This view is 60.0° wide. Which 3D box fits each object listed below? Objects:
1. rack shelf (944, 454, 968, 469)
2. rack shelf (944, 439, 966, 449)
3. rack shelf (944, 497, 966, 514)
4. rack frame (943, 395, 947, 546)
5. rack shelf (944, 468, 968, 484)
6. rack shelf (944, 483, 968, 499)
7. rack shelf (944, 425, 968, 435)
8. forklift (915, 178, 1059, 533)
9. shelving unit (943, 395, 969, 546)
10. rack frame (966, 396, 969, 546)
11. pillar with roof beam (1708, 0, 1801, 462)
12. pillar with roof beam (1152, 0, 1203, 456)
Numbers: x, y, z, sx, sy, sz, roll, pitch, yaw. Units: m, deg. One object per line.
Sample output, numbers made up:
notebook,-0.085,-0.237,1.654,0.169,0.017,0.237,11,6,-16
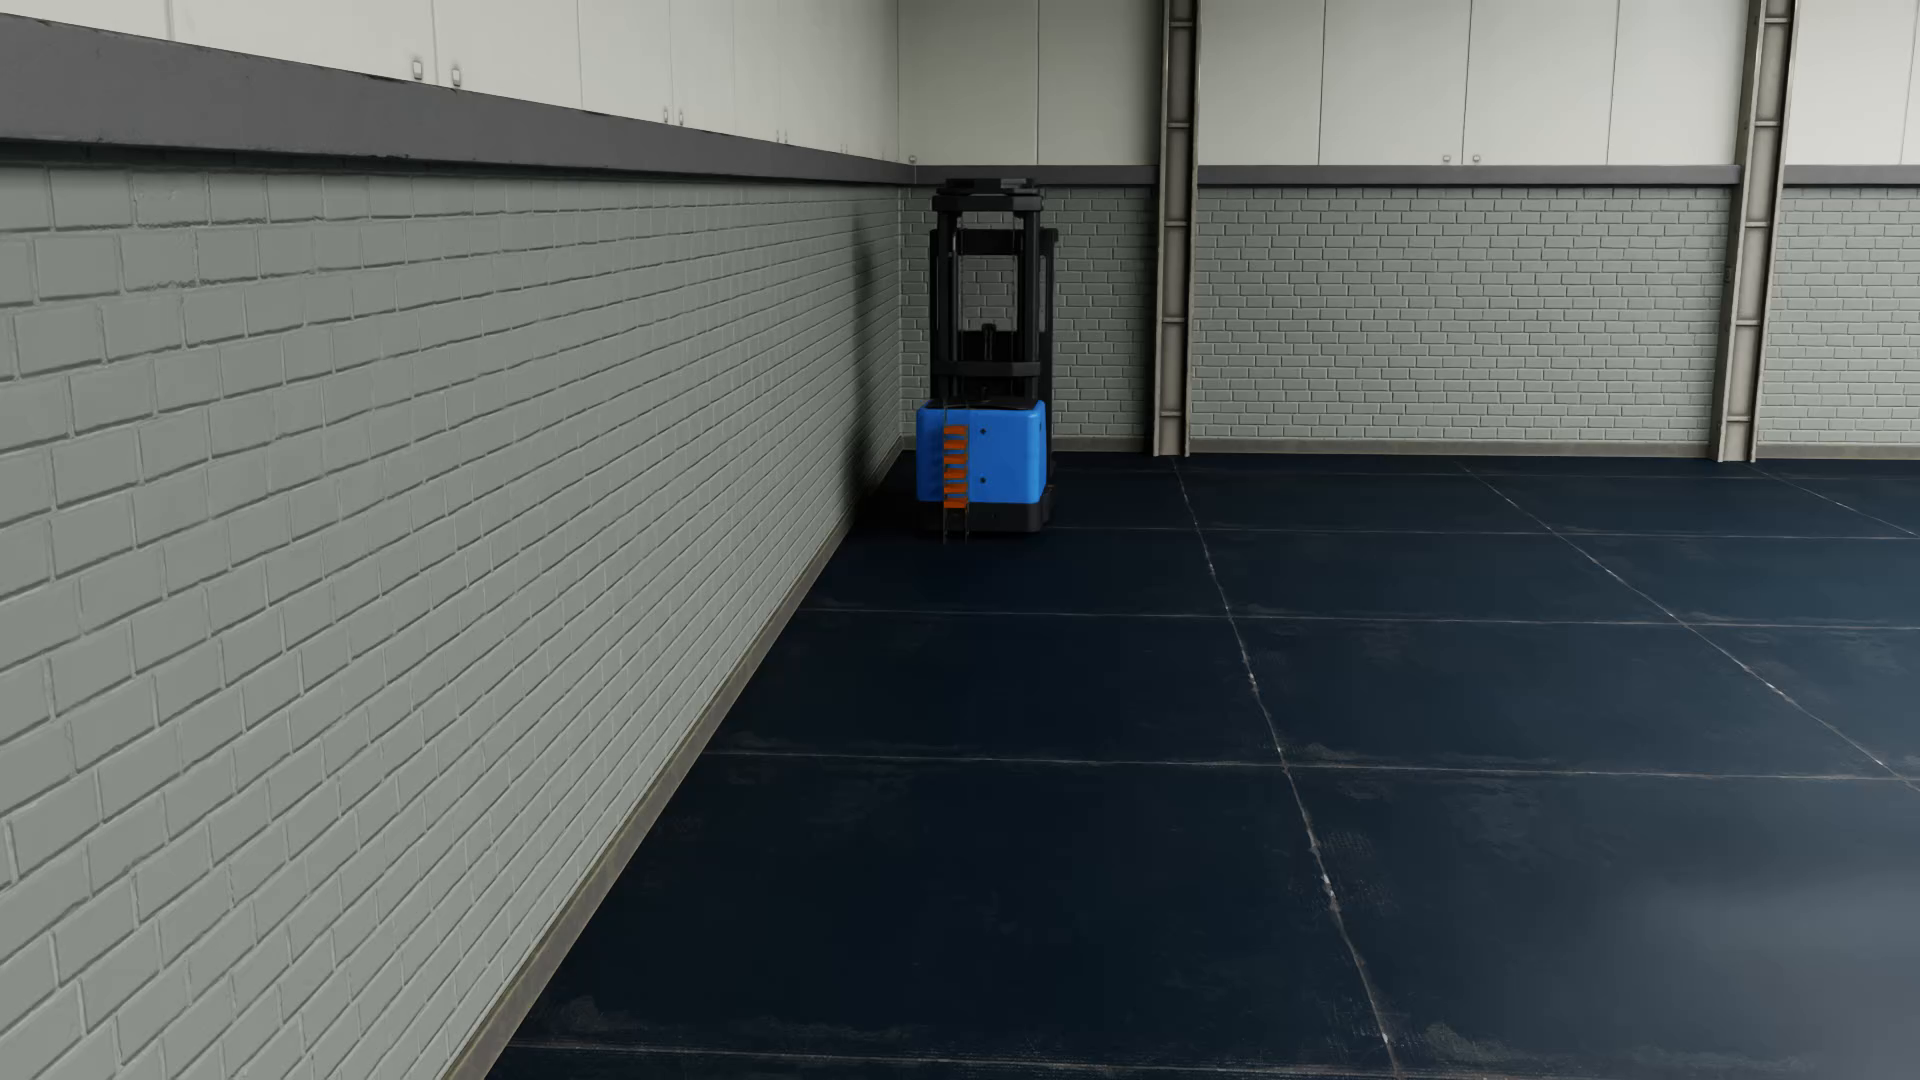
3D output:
rack shelf,-0.030,-0.636,13.511,0.180,0.103,0.258,1,12,5
rack shelf,-0.030,-0.754,13.486,0.180,0.103,0.258,1,12,5
rack shelf,-0.030,-0.284,13.585,0.180,0.103,0.258,1,12,5
rack frame,-0.121,-0.564,13.534,0.006,1.200,0.240,1,12,5
rack shelf,-0.030,-0.519,13.535,0.180,0.103,0.258,1,12,5
rack shelf,-0.030,-0.401,13.560,0.180,0.103,0.258,1,12,5
rack shelf,-0.030,-0.871,13.462,0.180,0.103,0.258,1,12,5
forklift,0.305,-1.744,14.946,1.130,2.935,3.031,1,12,6
shelving unit,-0.030,-0.562,13.526,0.189,1.200,0.258,1,12,5
rack frame,0.061,-0.561,13.518,0.006,1.200,0.240,1,12,5
pillar with roof beam,8.013,-4.390,12.776,0.400,9.000,9.100,1,12,4
pillar with roof beam,2.026,-4.472,13.169,0.400,9.000,9.100,1,12,4
